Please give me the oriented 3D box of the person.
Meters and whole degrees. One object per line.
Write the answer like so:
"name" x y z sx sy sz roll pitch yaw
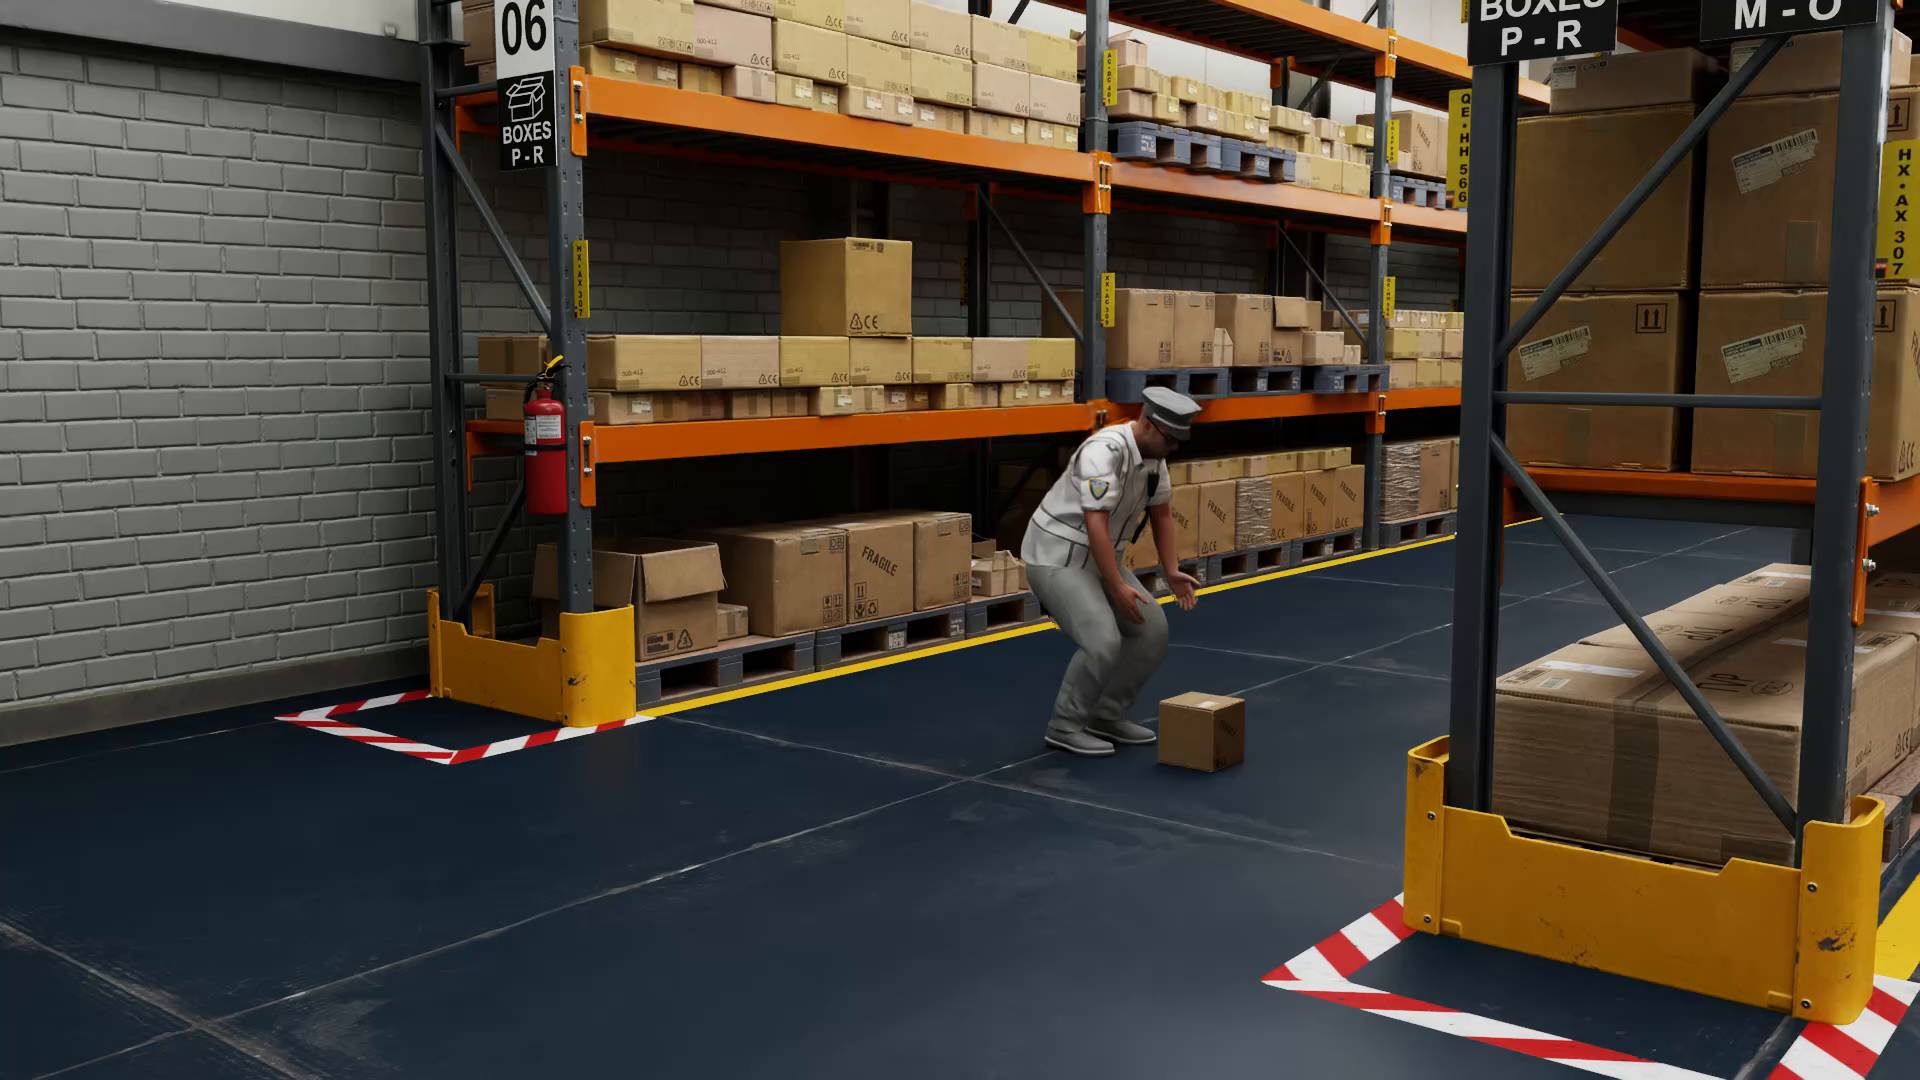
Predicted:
"person" 0.640 0.116 6.855 0.750 1.496 0.588 5 8 39
